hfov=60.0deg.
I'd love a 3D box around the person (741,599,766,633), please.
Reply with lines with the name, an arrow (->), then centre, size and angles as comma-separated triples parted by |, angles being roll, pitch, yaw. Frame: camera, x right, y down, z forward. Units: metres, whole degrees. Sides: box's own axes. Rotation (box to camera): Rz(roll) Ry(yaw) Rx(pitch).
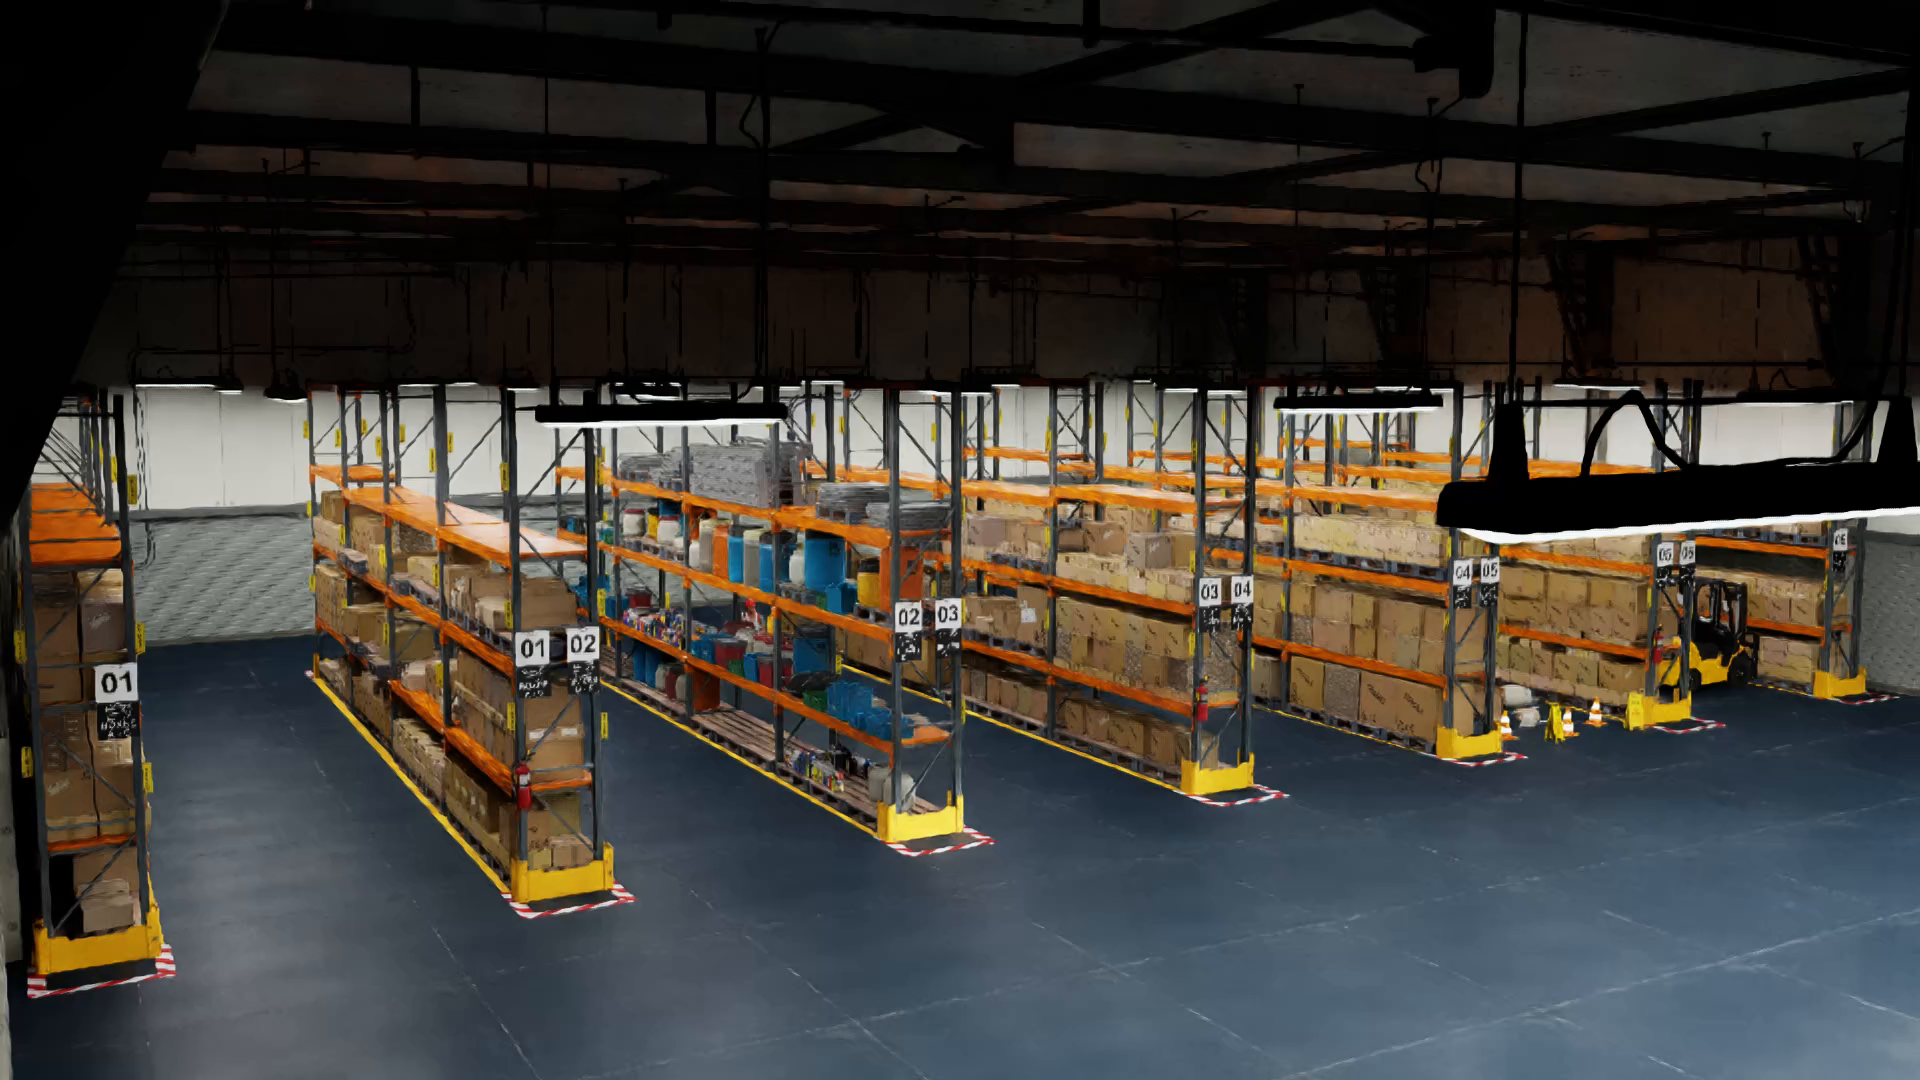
person -> -4.079, 2.003, 32.604 | 0.567, 1.736, 1.044 | -4, 7, -30

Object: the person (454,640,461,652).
person -> -10.872, 1.570, 36.526 | 0.492, 1.776, 0.764 | 2, 6, 18
